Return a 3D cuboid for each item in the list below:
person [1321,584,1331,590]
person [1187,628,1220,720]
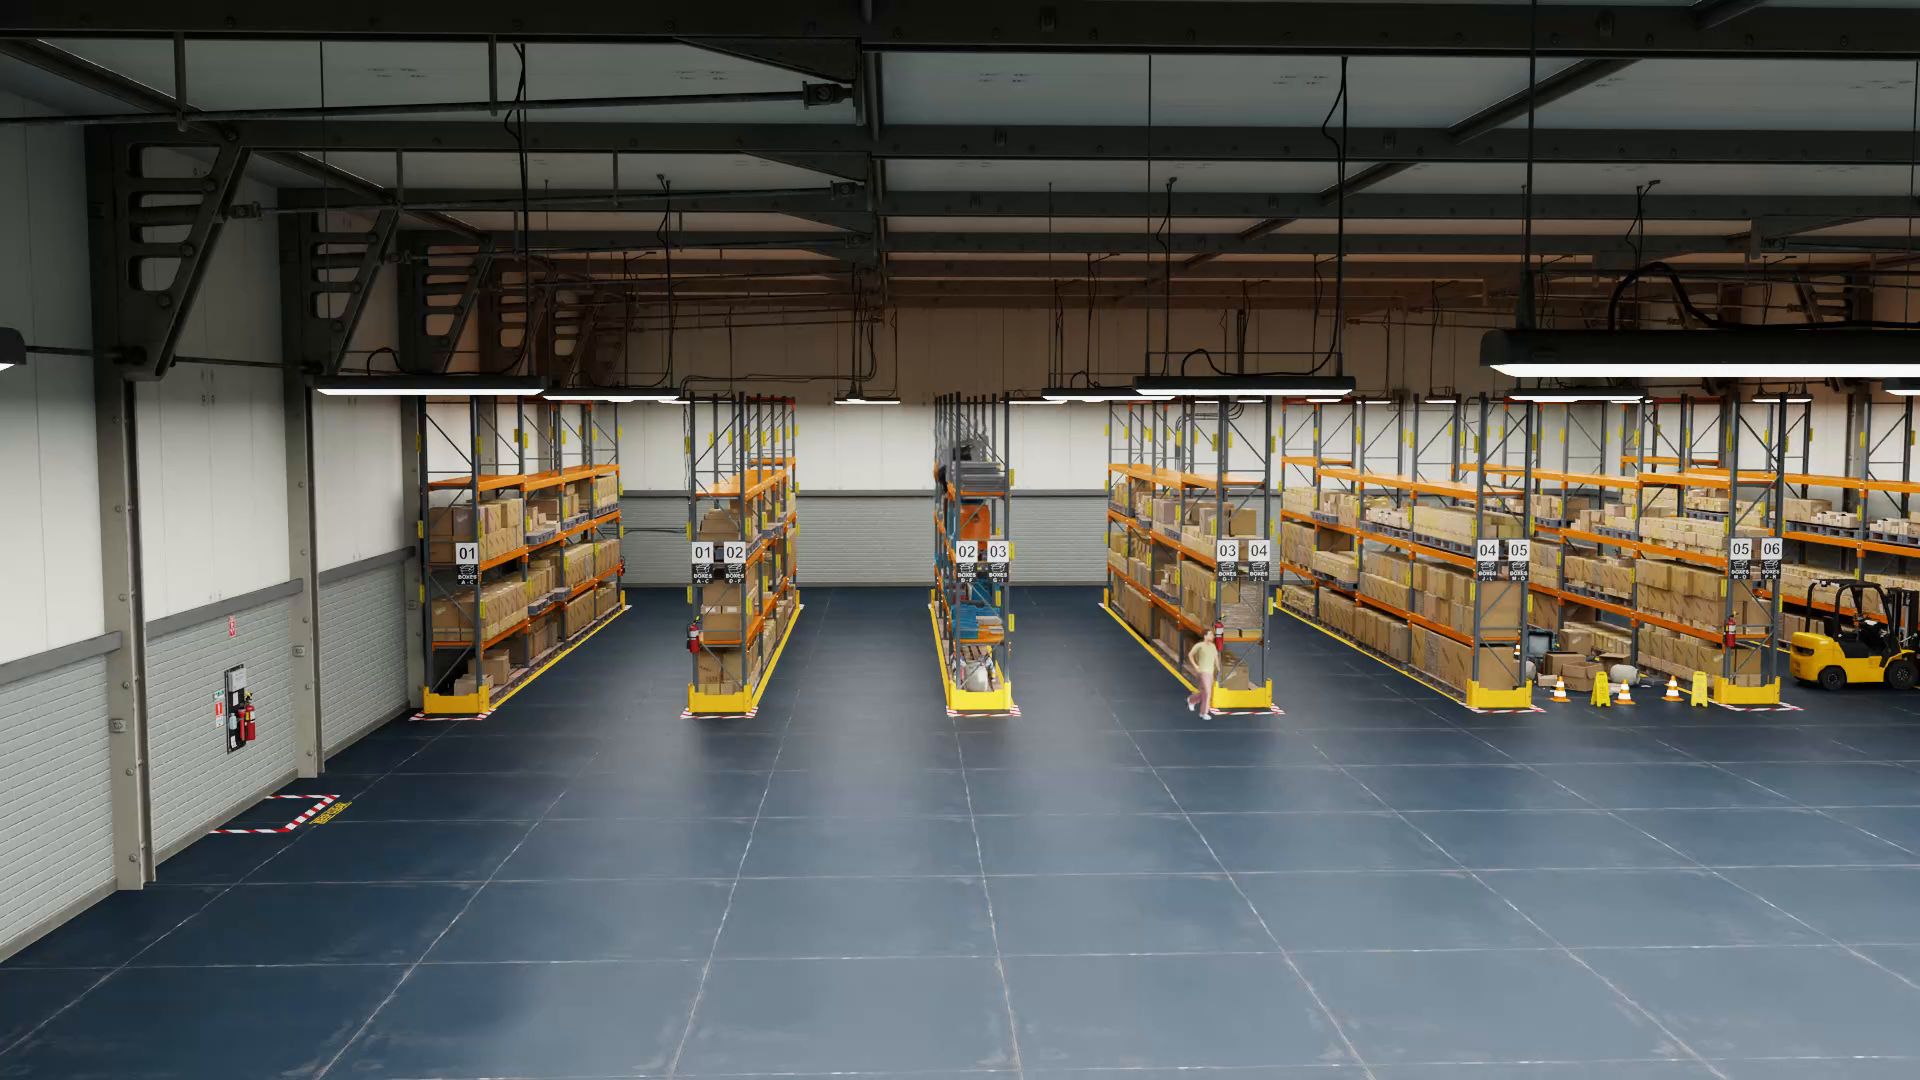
[{"bbox_3d":[10.834,1.086,48.544,0.774,1.546,0.685,-3,5,-32],"label":"person"},{"bbox_3d":[4.516,2.453,30.776,0.620,1.646,0.693,-3,6,-34],"label":"person"}]
